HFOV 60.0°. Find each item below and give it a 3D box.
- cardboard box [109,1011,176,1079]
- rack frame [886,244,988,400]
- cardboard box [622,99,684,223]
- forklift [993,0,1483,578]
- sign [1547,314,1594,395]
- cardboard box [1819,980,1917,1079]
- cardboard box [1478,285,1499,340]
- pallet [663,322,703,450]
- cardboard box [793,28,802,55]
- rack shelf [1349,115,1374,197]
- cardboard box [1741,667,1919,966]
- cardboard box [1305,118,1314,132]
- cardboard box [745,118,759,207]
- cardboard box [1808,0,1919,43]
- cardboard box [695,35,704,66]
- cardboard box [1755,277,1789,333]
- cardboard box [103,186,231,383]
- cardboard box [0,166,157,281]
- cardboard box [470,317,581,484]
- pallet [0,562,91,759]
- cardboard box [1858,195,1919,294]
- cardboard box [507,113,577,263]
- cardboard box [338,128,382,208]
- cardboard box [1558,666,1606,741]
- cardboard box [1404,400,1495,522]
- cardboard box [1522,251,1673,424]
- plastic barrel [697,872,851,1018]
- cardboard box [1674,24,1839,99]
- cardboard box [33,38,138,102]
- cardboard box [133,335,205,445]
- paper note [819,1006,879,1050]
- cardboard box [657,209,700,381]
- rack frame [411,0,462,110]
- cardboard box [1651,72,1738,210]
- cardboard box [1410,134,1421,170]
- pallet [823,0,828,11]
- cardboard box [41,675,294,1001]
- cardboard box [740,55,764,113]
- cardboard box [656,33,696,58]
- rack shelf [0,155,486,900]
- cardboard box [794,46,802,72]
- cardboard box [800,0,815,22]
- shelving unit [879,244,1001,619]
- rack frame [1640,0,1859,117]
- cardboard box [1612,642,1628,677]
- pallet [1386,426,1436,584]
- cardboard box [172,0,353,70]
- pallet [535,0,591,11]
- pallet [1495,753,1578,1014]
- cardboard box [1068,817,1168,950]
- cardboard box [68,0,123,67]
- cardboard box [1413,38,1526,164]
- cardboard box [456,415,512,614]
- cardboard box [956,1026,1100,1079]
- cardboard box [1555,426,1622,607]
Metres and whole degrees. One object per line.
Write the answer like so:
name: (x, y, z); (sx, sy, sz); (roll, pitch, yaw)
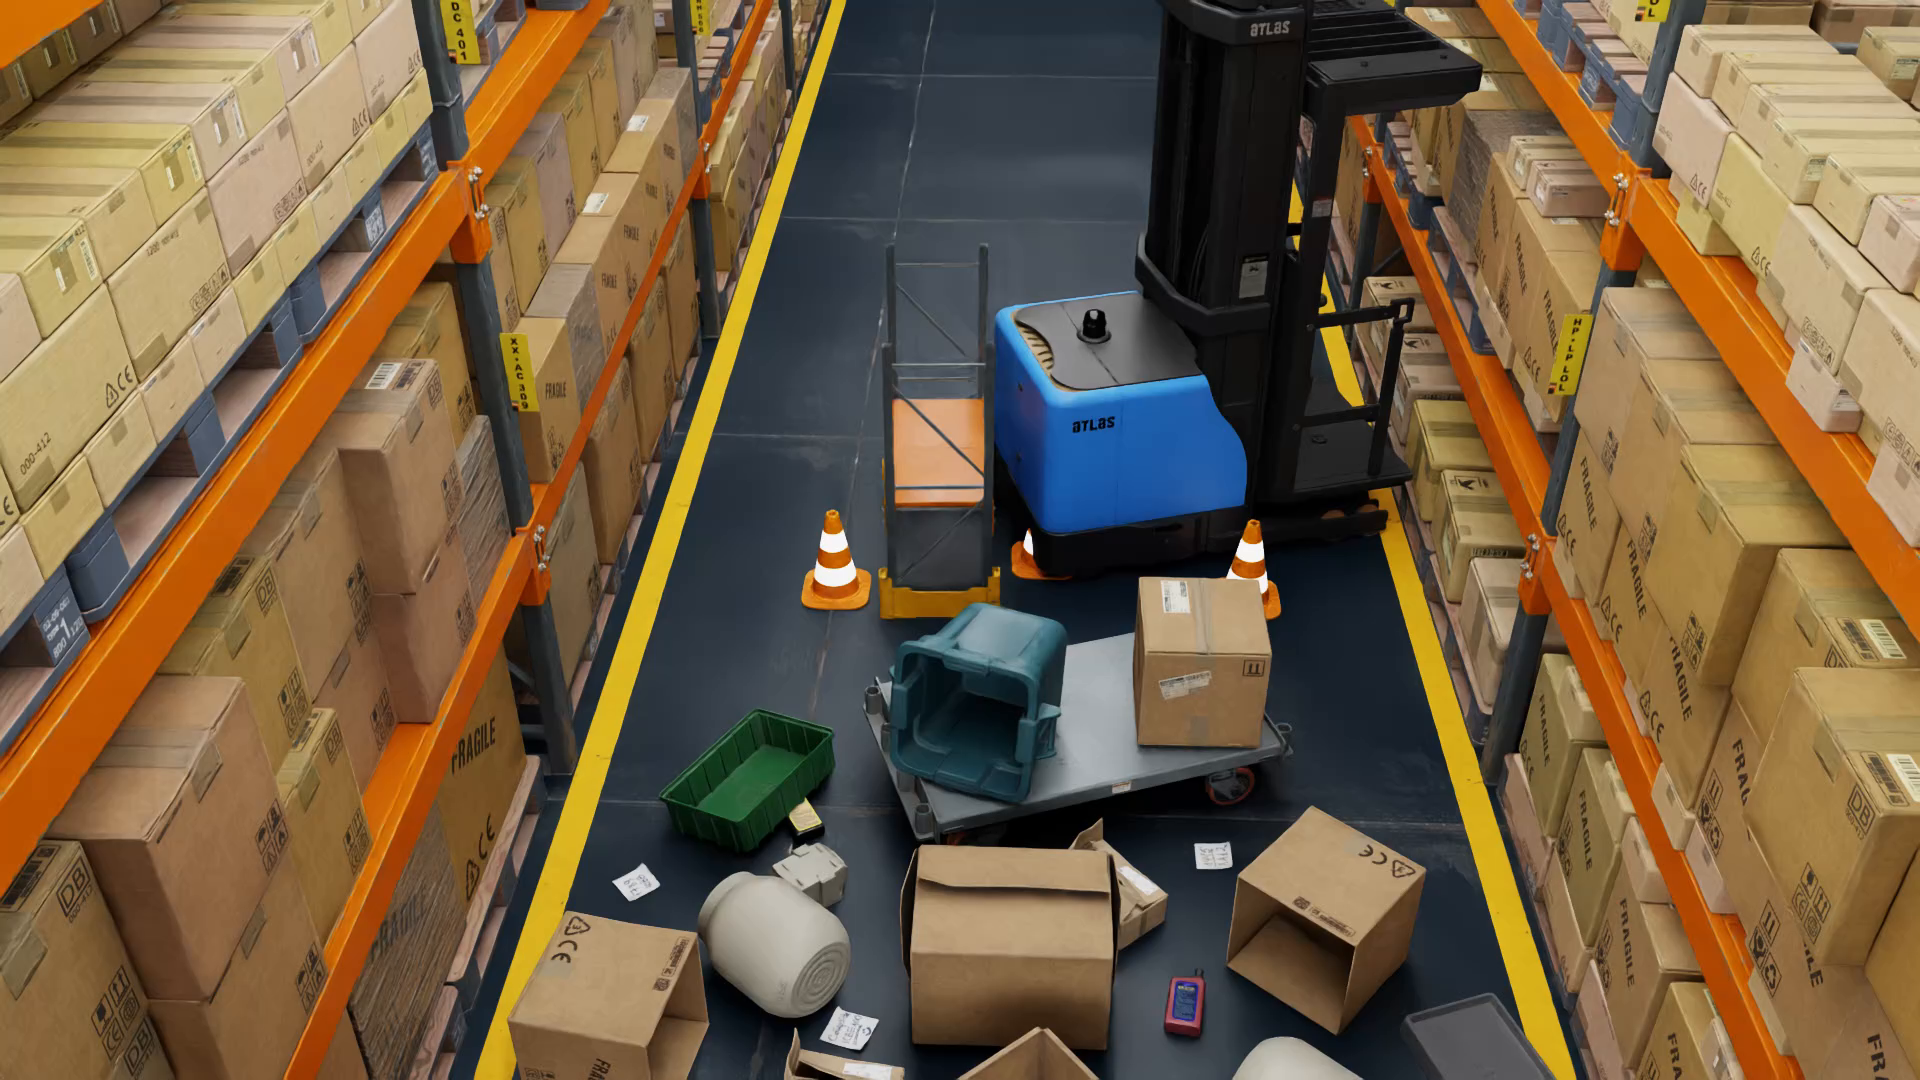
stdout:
cardboard box: (-2.372, 1.463, 3.874); (0.875, 0.550, 0.550); (1, 35, 2)
rack frame: (-0.116, -0.827, 8.566); (0.500, 1.500, 0.032); (0, 35, -1)
cardboard box: (-1.792, -2.030, 8.889); (0.500, 0.500, 0.500); (1, 35, 2)
forklift: (1.737, -1.473, 8.243); (3.031, 2.935, 1.130); (-9, 36, -13)
sign: (2.214, -0.671, 6.034); (0.100, 0.325, 0.005); (1, 35, 2)
cardboard box: (2.379, 1.343, 3.830); (0.500, 0.500, 0.500); (1, 35, 2)
cardboard box: (2.523, -1.004, 7.369); (0.380, 0.149, 0.250); (2, 35, 2)
pallet: (-2.128, -0.949, 9.862); (1.003, 0.211, 1.213); (1, 35, 2)
cardboard box: (-1.526, -4.167, 13.871); (0.380, 0.149, 0.250); (3, 35, 4)
rack shelf: (3.009, -3.339, 11.464); (1.077, 0.370, 4.000); (1, 35, 2)
cardboard box: (2.356, 0.656, 3.939); (0.700, 0.500, 0.500); (1, 35, 1)
cardboard box: (3.145, -3.727, 12.873); (0.875, 0.875, 0.875); (2, 35, 3)
cardboard box: (-1.705, -2.674, 11.701); (0.500, 0.500, 0.500); (0, 35, 1)
cardboard box: (3.192, -1.850, 5.876); (0.500, 0.250, 0.500); (0, 35, 1)
cardboard box: (-1.790, -3.016, 10.232); (0.380, 0.149, 0.250); (3, 35, 4)
cardboard box: (2.495, -0.700, 4.693); (0.380, 0.149, 0.250); (2, 35, 3)
cardboard box: (-2.007, -0.586, 3.732); (0.500, 0.250, 0.500); (1, 35, 2)
cardboard box: (-1.949, -0.670, 3.504); (0.380, 0.149, 0.250); (2, 35, 3)
cardboard box: (-1.892, -0.579, 6.824); (0.500, 0.500, 0.500); (2, 35, 2)
pallet: (-2.323, 0.438, 2.932); (1.003, 0.211, 1.213); (1, 35, 2)
cardboard box: (2.432, -0.714, 4.019); (0.380, 0.149, 0.250); (1, 35, 1)
cardboard box: (-2.128, -1.564, 7.356); (0.700, 0.500, 0.500); (2, 35, 2)
cardboard box: (-1.896, -1.070, 4.767); (0.380, 0.149, 0.250); (2, 35, 3)
cardboard box: (2.410, 0.598, 6.046); (0.380, 0.149, 0.250); (2, 35, 3)
cardboard box: (2.839, -0.397, 8.572); (0.950, 0.372, 0.625); (2, 35, 3)
cardboard box: (2.558, -0.791, 6.502); (0.500, 0.500, 0.500); (1, 35, 1)
plastic barrel: (-0.694, 1.499, 6.195); (0.512, 0.421, 0.421); (28, 44, 33)
cardboard box: (2.430, -1.464, 5.086); (0.380, 0.149, 0.250); (1, 35, 1)
cardboard box: (-2.500, -1.178, 4.575); (0.500, 0.250, 0.500); (1, 35, 2)
cardboard box: (-1.948, -0.343, 3.732); (0.380, 0.149, 0.250); (2, 35, 2)
paper note: (-0.408, 1.798, 6.118); (0.172, 0.023, 0.155); (13, 37, 18)
cardboard box: (-2.135, -1.444, 9.733); (1.050, 0.750, 0.750); (1, 35, 1)
rack frame: (-2.182, -2.697, 4.707); (1.000, 3.000, 0.127); (1, 35, 2)
cardboard box: (2.477, -1.227, 5.096); (0.500, 0.250, 0.500); (1, 35, 1)
cardboard box: (2.628, -2.053, 8.862); (0.380, 0.149, 0.250); (-1, 35, -1)
pallet: (-1.771, -5.486, 16.319); (1.003, 0.211, 1.213); (1, 35, 2)
cardboard box: (-2.201, 0.703, 4.017); (0.875, 0.550, 0.550); (1, 35, 2)
cardboard box: (-1.679, -3.262, 11.885); (0.500, 0.250, 0.500); (0, 35, 0)
cardboard box: (-1.801, -3.004, 9.956); (0.380, 0.149, 0.250); (3, 35, 4)
rack shelf: (-2.262, -0.026, 4.142); (1.077, 0.370, 4.000); (1, 35, 2)
cardboard box: (-1.525, -4.046, 13.958); (0.380, 0.149, 0.250); (0, 35, 0)
cardboard box: (-1.513, -4.792, 15.020); (0.380, 0.149, 0.250); (0, 35, 1)
shelving unit: (-0.106, -0.540, 8.157); (0.587, 1.500, 1.083); (0, 35, -1)
rack frame: (2.768, -2.641, 4.627); (1.000, 3.000, 0.127); (1, 35, 2)
cardboard box: (2.497, 0.390, 5.751); (0.380, 0.149, 0.250); (1, 35, 2)
pallet: (2.844, -0.196, 8.790); (1.003, 0.211, 1.213); (1, 35, 2)
cardboard box: (-1.899, -1.399, 4.542); (0.380, 0.149, 0.250); (1, 35, 2)
pallet: (-2.036, -2.677, 7.452); (1.003, 0.211, 1.213); (3, 35, 4)
pallet: (2.777, 1.341, 6.604); (1.003, 0.211, 1.213); (1, 35, 2)
cardboard box: (0.591, 1.351, 6.543); (0.258, 0.266, 0.396); (-24, 42, -30)
cardboard box: (-2.555, -1.413, 4.561); (0.380, 0.149, 0.250); (1, 35, 1)
cardboard box: (2.666, -2.266, 8.601); (0.500, 0.500, 0.500); (3, 35, 4)
cardboard box: (-2.185, -0.092, 6.087); (0.875, 0.550, 0.550); (1, 35, 2)
cardboard box: (0.149, 2.066, 5.319); (0.797, 0.503, 0.637); (-24, 42, -30)
cardboard box: (2.472, -0.103, 5.887); (0.500, 0.500, 0.500); (1, 35, 2)
